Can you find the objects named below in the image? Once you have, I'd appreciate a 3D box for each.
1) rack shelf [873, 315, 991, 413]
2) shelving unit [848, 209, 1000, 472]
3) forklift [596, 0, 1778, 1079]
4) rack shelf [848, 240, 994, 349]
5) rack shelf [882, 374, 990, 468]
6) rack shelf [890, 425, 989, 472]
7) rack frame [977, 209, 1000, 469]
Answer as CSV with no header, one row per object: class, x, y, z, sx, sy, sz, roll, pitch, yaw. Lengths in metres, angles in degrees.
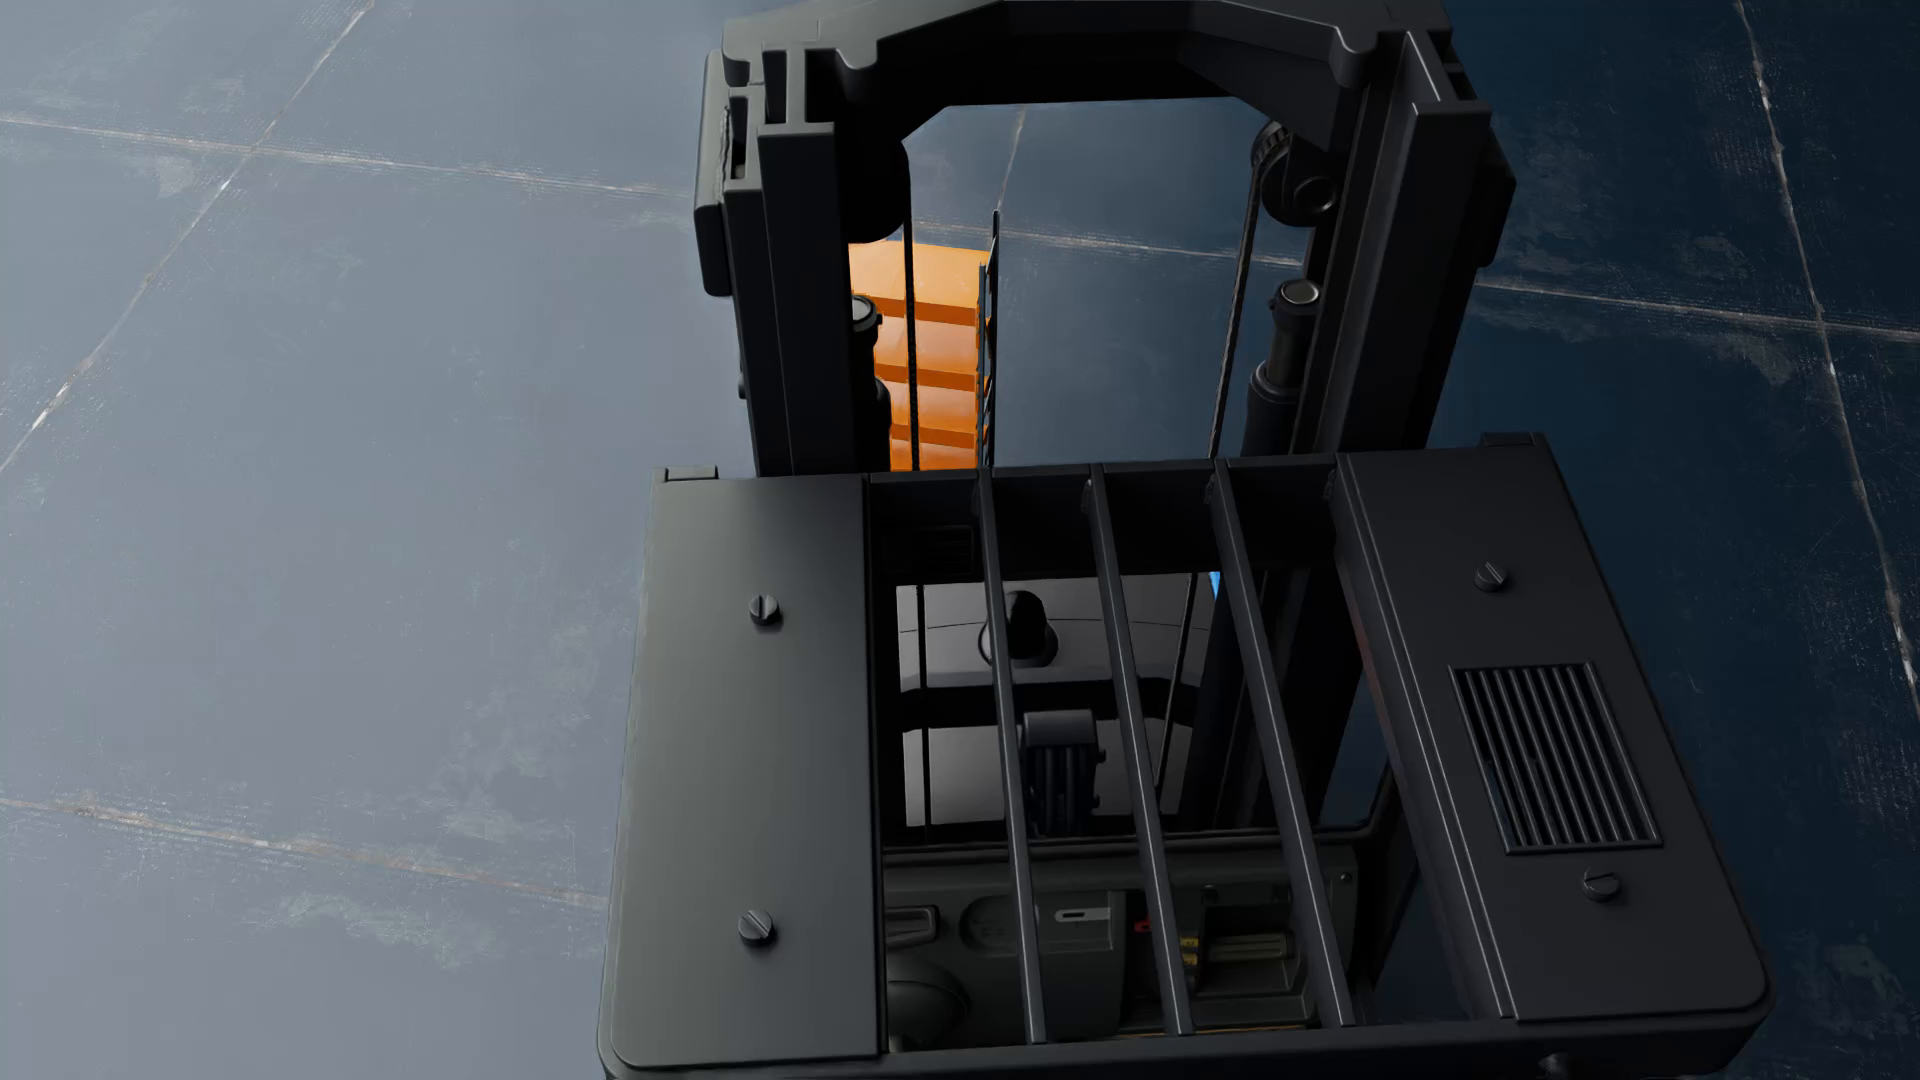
rack shelf,-0.163,-0.527,4.707,0.480,0.148,0.258,8,49,7
shelving unit,-0.163,-0.423,4.823,0.503,1.200,0.258,8,49,7
forklift,0.190,0.804,2.557,1.130,2.935,3.031,-3,48,-2
rack shelf,-0.163,-0.686,4.531,0.480,0.148,0.258,8,49,7
rack shelf,-0.163,-0.378,4.873,0.480,0.148,0.258,8,49,7
rack shelf,-0.163,-0.245,5.021,0.480,0.148,0.258,8,49,7
rack frame,0.077,-0.391,4.794,0.015,1.200,0.240,8,49,7
